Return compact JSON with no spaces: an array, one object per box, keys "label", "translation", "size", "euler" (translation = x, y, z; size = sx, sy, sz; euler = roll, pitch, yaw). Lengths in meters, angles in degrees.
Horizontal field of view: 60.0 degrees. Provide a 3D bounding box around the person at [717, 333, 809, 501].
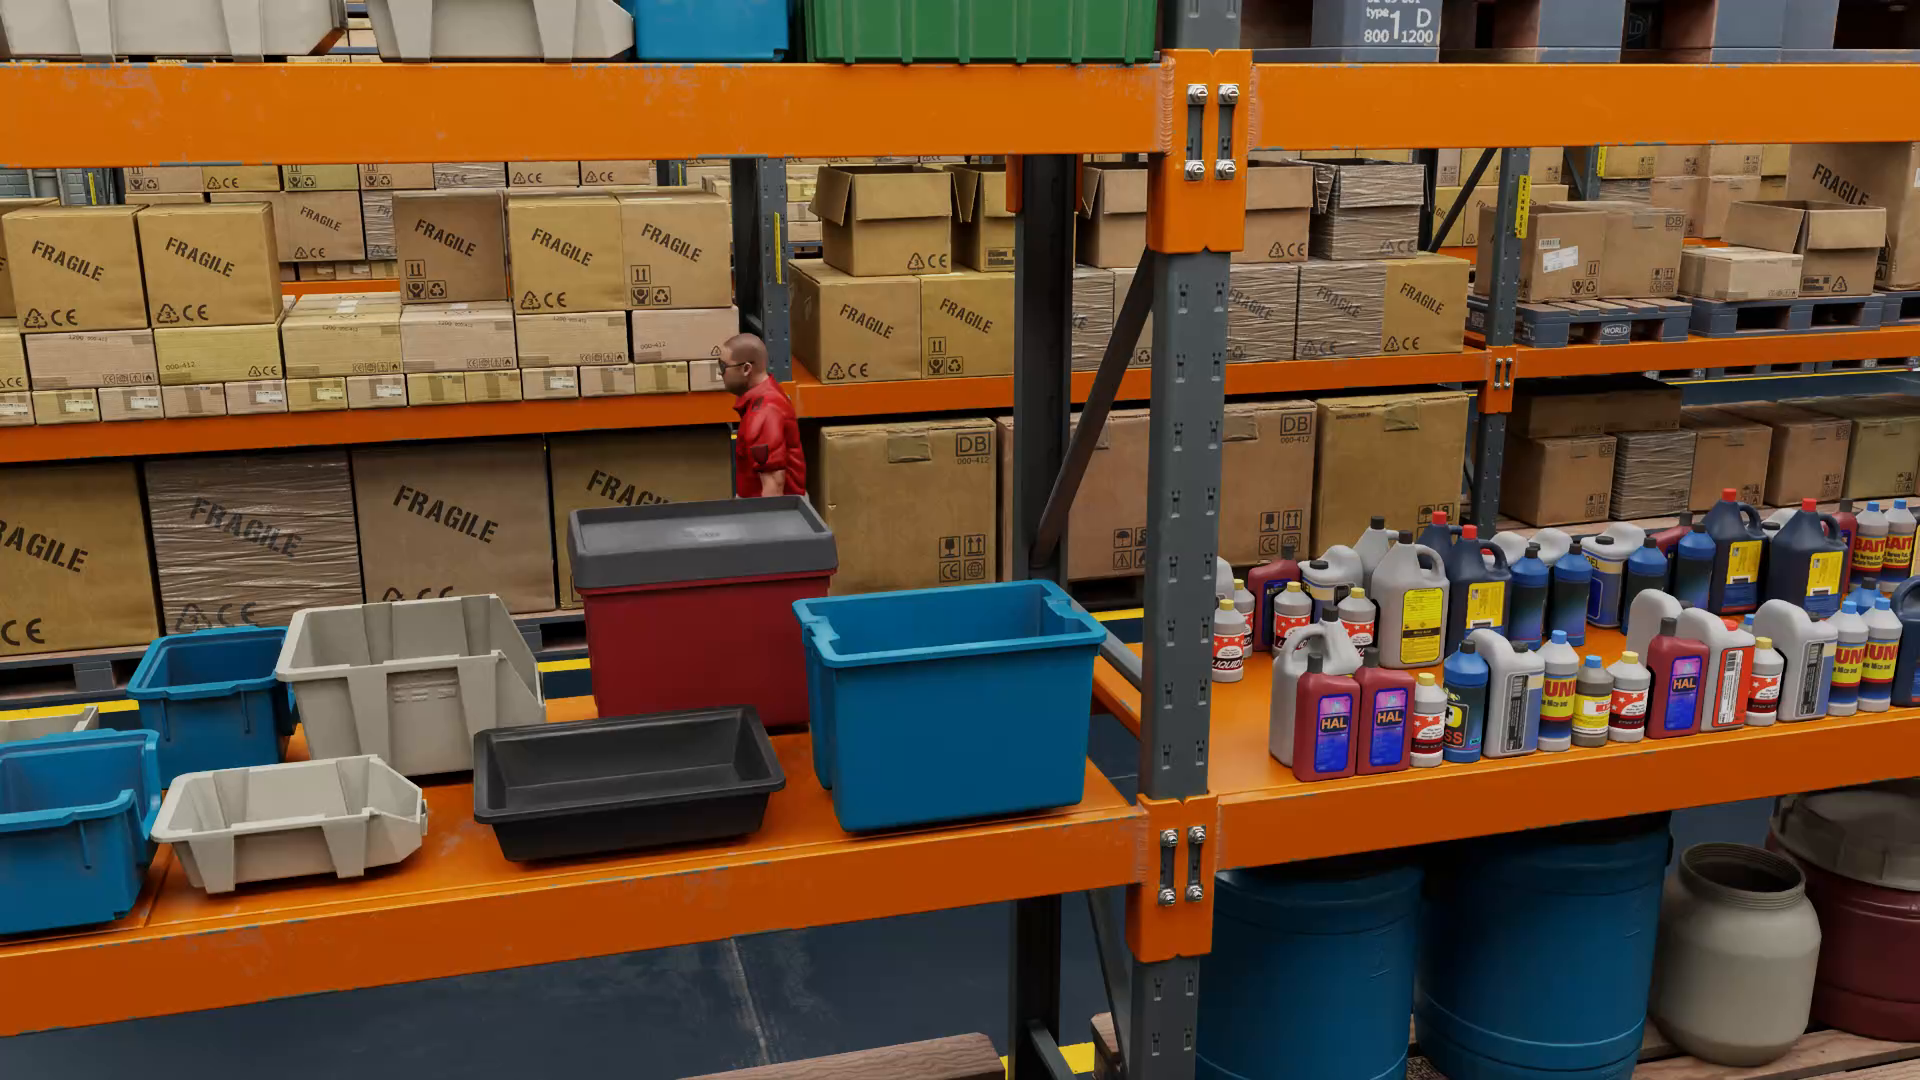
[{"label":"person","translation":[-0.847,-0.037,7.185],"size":[0.394,1.727,0.606],"euler":[-1,16,-3]}]
